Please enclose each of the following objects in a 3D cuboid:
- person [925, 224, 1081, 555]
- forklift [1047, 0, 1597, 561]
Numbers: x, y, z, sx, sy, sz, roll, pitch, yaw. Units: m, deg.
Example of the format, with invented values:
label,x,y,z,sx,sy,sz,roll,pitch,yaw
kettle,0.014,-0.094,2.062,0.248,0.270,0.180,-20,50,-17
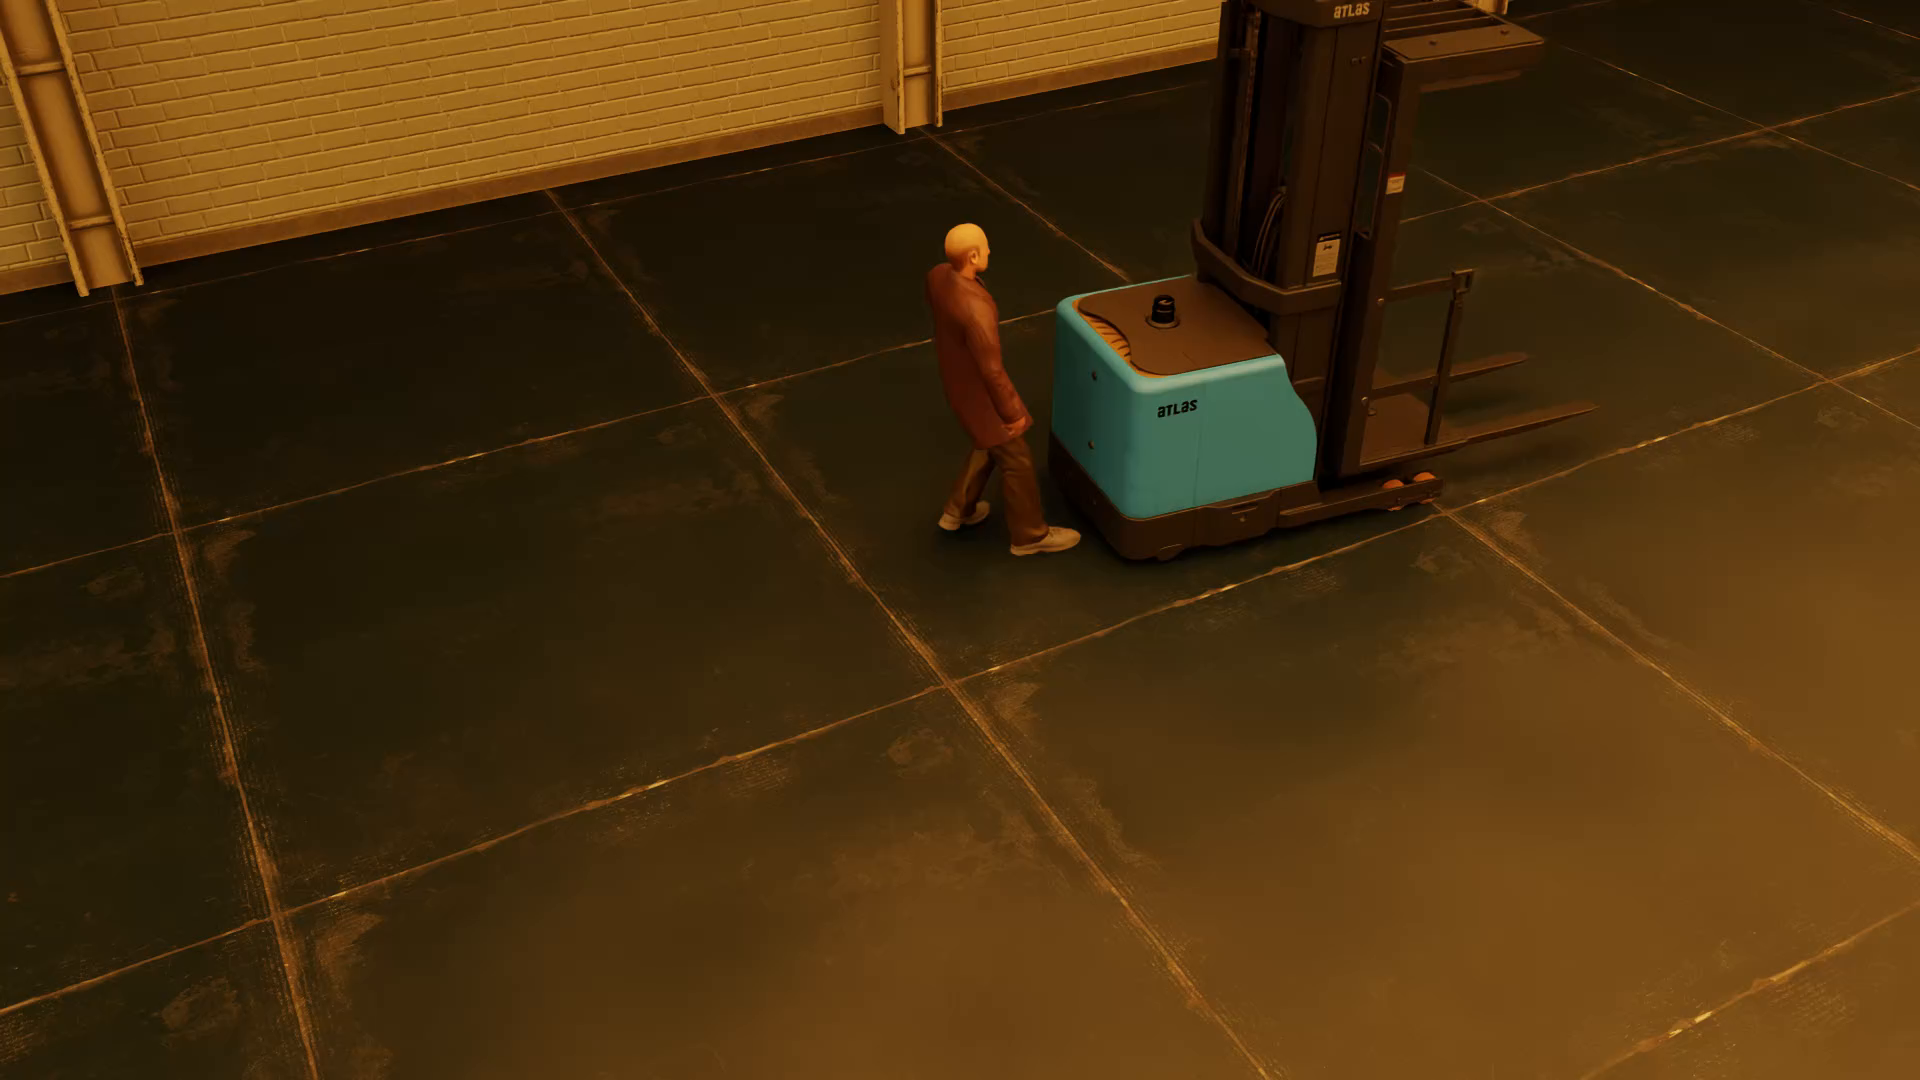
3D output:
label,x,y,z,sx,sy,sz,roll,pitch,yaw
person,0.209,-0.780,8.281,0.693,1.734,0.758,-10,37,-14
forklift,2.049,-1.622,8.418,3.031,2.935,1.130,-13,37,-17
